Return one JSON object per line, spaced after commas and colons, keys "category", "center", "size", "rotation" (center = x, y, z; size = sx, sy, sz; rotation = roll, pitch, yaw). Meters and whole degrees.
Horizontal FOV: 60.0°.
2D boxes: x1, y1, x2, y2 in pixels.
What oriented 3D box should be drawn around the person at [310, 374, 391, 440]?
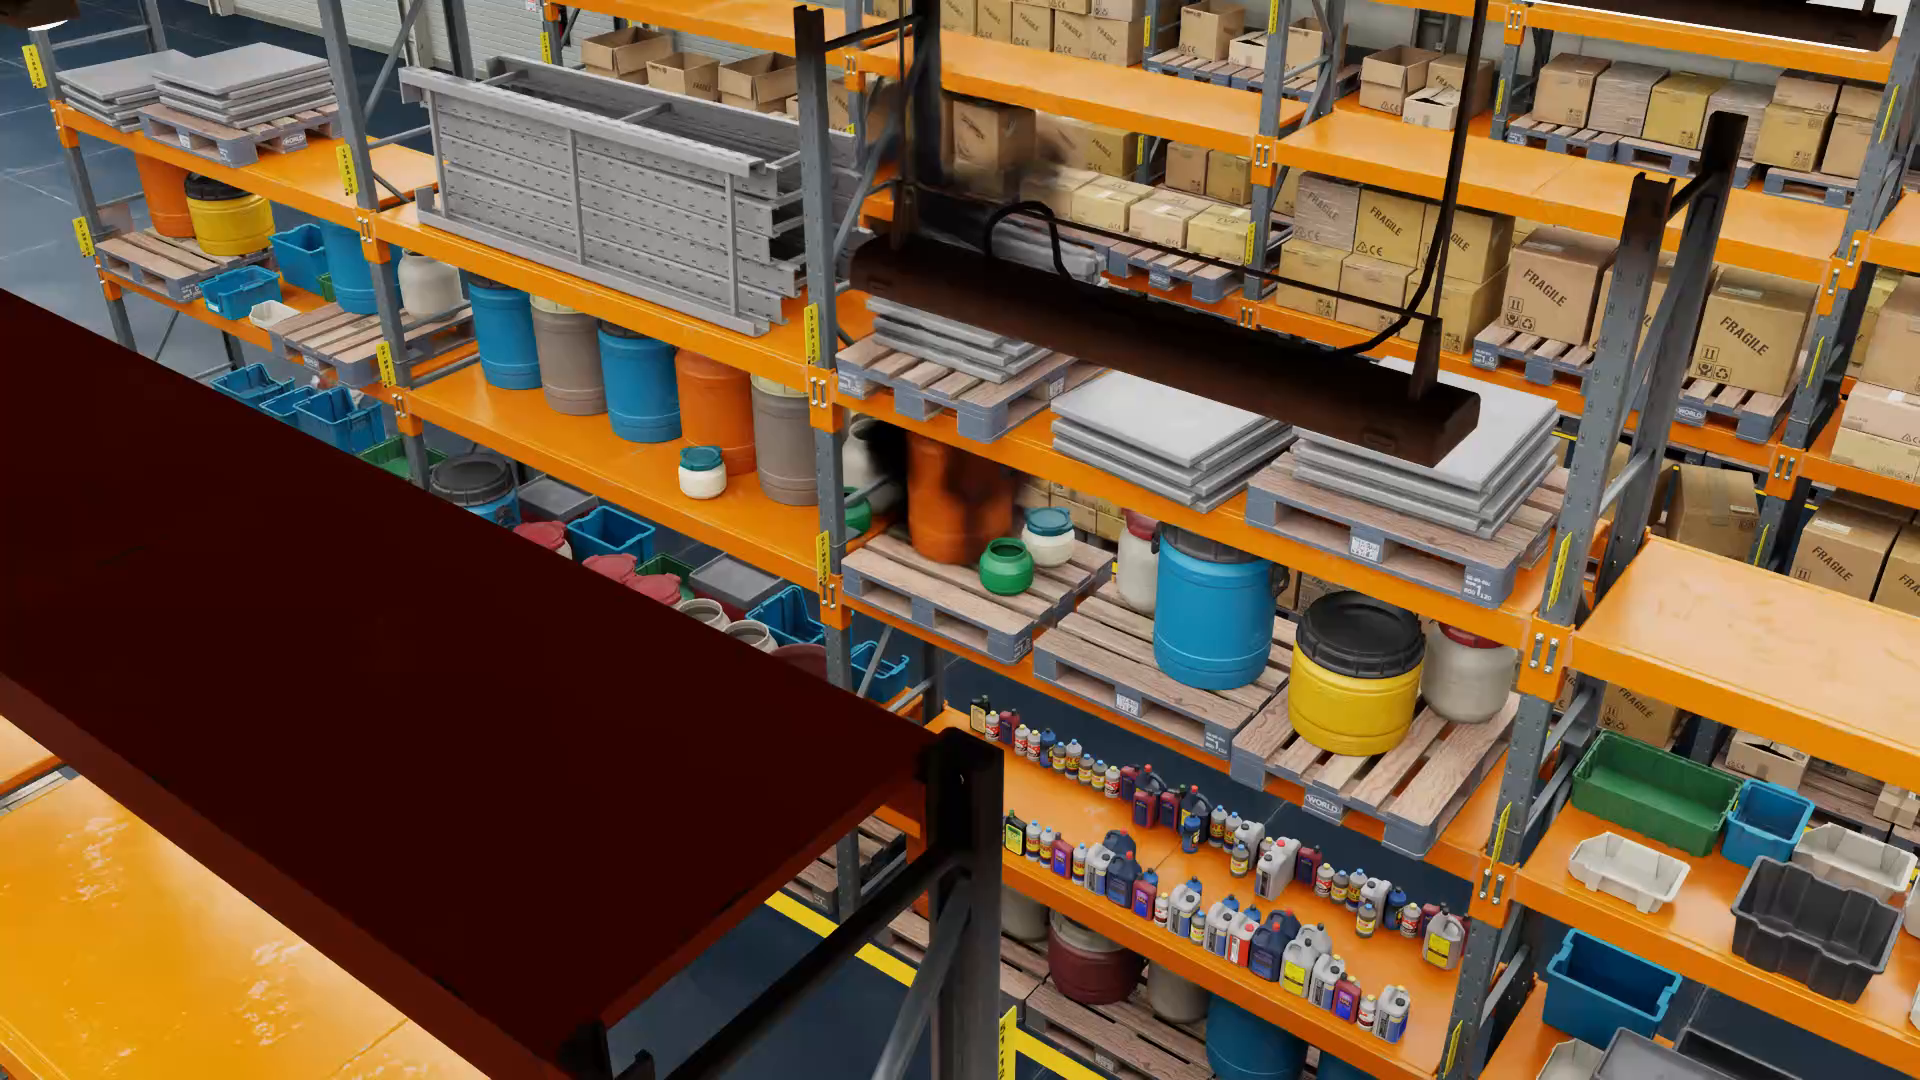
{"category": "person", "center": [-5.937, -1.434, 15.958], "size": [0.548, 1.729, 0.667], "rotation": [7, 32, 11]}
